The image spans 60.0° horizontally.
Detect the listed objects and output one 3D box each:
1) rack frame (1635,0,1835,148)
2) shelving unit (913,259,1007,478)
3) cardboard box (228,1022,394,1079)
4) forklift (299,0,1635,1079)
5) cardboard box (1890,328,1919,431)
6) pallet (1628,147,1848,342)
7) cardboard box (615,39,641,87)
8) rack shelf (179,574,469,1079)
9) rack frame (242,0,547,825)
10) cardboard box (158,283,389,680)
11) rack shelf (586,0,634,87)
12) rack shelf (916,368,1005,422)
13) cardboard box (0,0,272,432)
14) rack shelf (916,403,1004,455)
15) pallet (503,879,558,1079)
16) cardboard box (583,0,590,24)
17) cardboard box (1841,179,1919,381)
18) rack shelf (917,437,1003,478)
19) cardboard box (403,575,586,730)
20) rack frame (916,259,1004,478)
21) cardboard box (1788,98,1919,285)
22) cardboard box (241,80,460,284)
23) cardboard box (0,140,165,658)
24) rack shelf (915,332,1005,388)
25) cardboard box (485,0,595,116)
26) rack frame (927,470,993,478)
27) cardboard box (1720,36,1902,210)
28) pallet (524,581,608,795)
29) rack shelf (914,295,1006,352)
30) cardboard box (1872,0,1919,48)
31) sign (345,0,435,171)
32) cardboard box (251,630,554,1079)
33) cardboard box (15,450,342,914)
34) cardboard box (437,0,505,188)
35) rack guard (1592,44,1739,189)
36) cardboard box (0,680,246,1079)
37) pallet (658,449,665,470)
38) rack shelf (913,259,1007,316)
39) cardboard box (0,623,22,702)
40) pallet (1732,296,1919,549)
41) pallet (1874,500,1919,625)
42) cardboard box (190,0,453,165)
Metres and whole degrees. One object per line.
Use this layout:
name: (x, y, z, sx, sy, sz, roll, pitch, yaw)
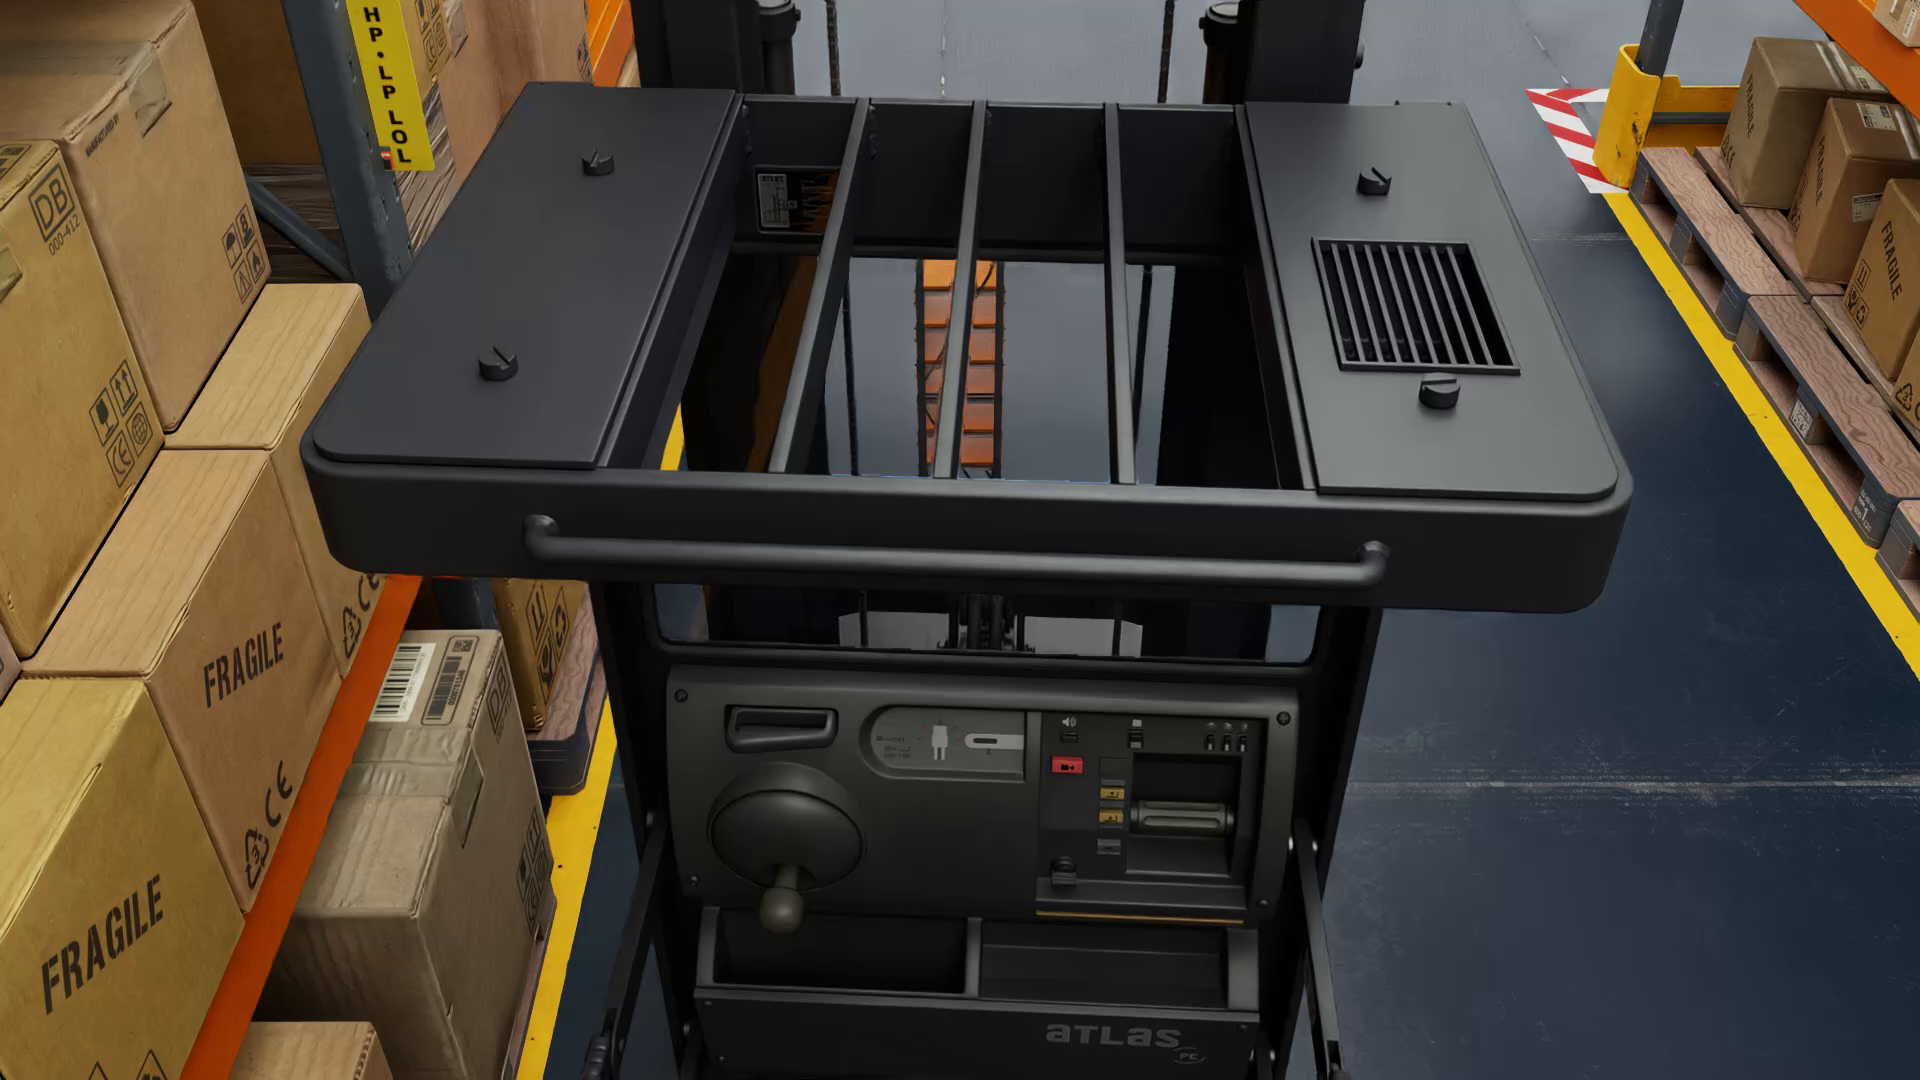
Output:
rack frame: (3.380, -2.834, 6.388, 1.000, 3.000, 0.127, 0, 39, 0)
shelving unit: (0.000, -0.477, 4.886, 0.258, 1.200, 0.189, 0, 39, 0)
cardboard box: (-1.487, 1.313, 2.676, 1.050, 0.750, 0.750, 0, 39, 0)
forklift: (0.019, 0.474, 2.314, 1.130, 2.935, 3.031, 2, 39, 2)
cardboard box: (3.337, -0.518, 5.160, 0.500, 0.500, 0.500, -3, 39, -4)
pallet: (3.346, -1.190, 6.566, 1.003, 0.211, 1.213, 0, 39, 0)
cardboard box: (-1.510, -1.254, 5.780, 0.875, 0.875, 0.875, -1, 39, -1)
rack shelf: (-1.573, 1.139, 2.005, 1.077, 0.370, 4.000, 0, 39, 0)
rack frame: (-1.575, -0.392, 3.341, 1.000, 3.000, 0.127, 0, 39, 0)
cardboard box: (-1.307, -0.105, 2.903, 0.500, 0.500, 0.500, 0, 39, 0)
rack shelf: (-1.578, -1.362, 5.126, 1.077, 0.370, 4.000, 0, 39, 0)
rack shelf: (0.000, -0.443, 4.914, 0.258, 0.103, 0.180, 0, 39, 0)
cardboard box: (-1.569, -0.511, 2.609, 0.700, 0.500, 0.500, -1, 39, -1)
rack shelf: (0.000, -0.349, 4.989, 0.258, 0.103, 0.180, 0, 39, 0)
pallet: (-1.499, 1.178, 3.611, 1.003, 0.211, 1.213, 0, 39, 0)
cardboard box: (-1.595, -1.695, 4.846, 0.875, 0.550, 0.500, 0, 39, 0)
cardboard box: (3.381, -0.867, 5.596, 0.500, 0.500, 0.500, 3, 39, 4)
rack shelf: (0.000, -0.255, 5.064, 0.258, 0.103, 0.180, 0, 39, 0)
cardboard box: (-1.506, -0.120, 4.365, 0.875, 0.875, 0.875, 1, 39, 1)
rack frame: (0.000, -0.420, 4.815, 0.240, 1.200, 0.006, 0, 39, 0)
cardboard box: (3.399, -1.258, 6.084, 0.500, 0.500, 0.500, 10, 40, 12)
cardboard box: (-1.588, -0.681, 3.582, 0.875, 0.550, 0.550, 0, 39, 0)
cardboard box: (-1.566, -0.189, 2.208, 0.700, 0.500, 0.500, -1, 39, -1)
rack shelf: (0.000, -0.536, 4.839, 0.258, 0.103, 0.180, 0, 39, 0)
cardboard box: (-1.494, -1.363, 4.432, 0.875, 0.550, 0.550, 0, 39, 0)
rack frame: (0.000, -0.534, 4.957, 0.240, 1.200, 0.006, 0, 39, 0)
cardboard box: (3.364, -1.632, 6.551, 0.500, 0.500, 0.500, 7, 39, 8)
pallet: (-1.498, 0.220, 4.806, 1.003, 0.211, 1.213, 0, 39, 0)
rack shelf: (0.000, -0.630, 4.764, 0.258, 0.103, 0.180, 0, 39, 0)
cardboard box: (3.047, -1.619, 5.073, 0.380, 0.149, 0.250, 0, 39, 0)
sign: (-1.033, -0.820, 3.012, 0.100, 0.325, 0.005, 0, 39, 0)
cardboard box: (-1.485, 0.710, 3.429, 1.050, 0.750, 0.750, 0, 39, 0)
cardboard box: (-1.307, 0.211, 2.508, 0.500, 0.500, 0.500, 0, 39, -1)
cardboard box: (-1.611, -1.025, 4.011, 0.875, 0.550, 0.550, 0, 39, 0)
rack guard: (3.380, -1.811, 7.110, 1.175, 0.500, 0.348, 0, 39, 0)
cardboard box: (-1.306, 0.527, 2.114, 0.500, 0.500, 0.500, 0, 39, 0)
pallet: (-1.502, -0.544, 5.761, 1.003, 0.211, 1.213, 0, 39, 0)
rack shelf: (0.000, -0.724, 4.689, 0.258, 0.103, 0.180, 0, 39, 0)
cardboard box: (-1.566, 0.127, 1.814, 0.700, 0.500, 0.500, 0, 39, 0)
pallet: (3.344, -0.429, 5.617, 1.003, 0.211, 1.213, 0, 39, 0)
pallet: (3.349, 0.336, 4.662, 1.003, 0.211, 1.213, 0, 39, 0)
cardboard box: (-1.541, -1.103, 3.244, 0.875, 0.550, 0.550, 0, 39, 0)
